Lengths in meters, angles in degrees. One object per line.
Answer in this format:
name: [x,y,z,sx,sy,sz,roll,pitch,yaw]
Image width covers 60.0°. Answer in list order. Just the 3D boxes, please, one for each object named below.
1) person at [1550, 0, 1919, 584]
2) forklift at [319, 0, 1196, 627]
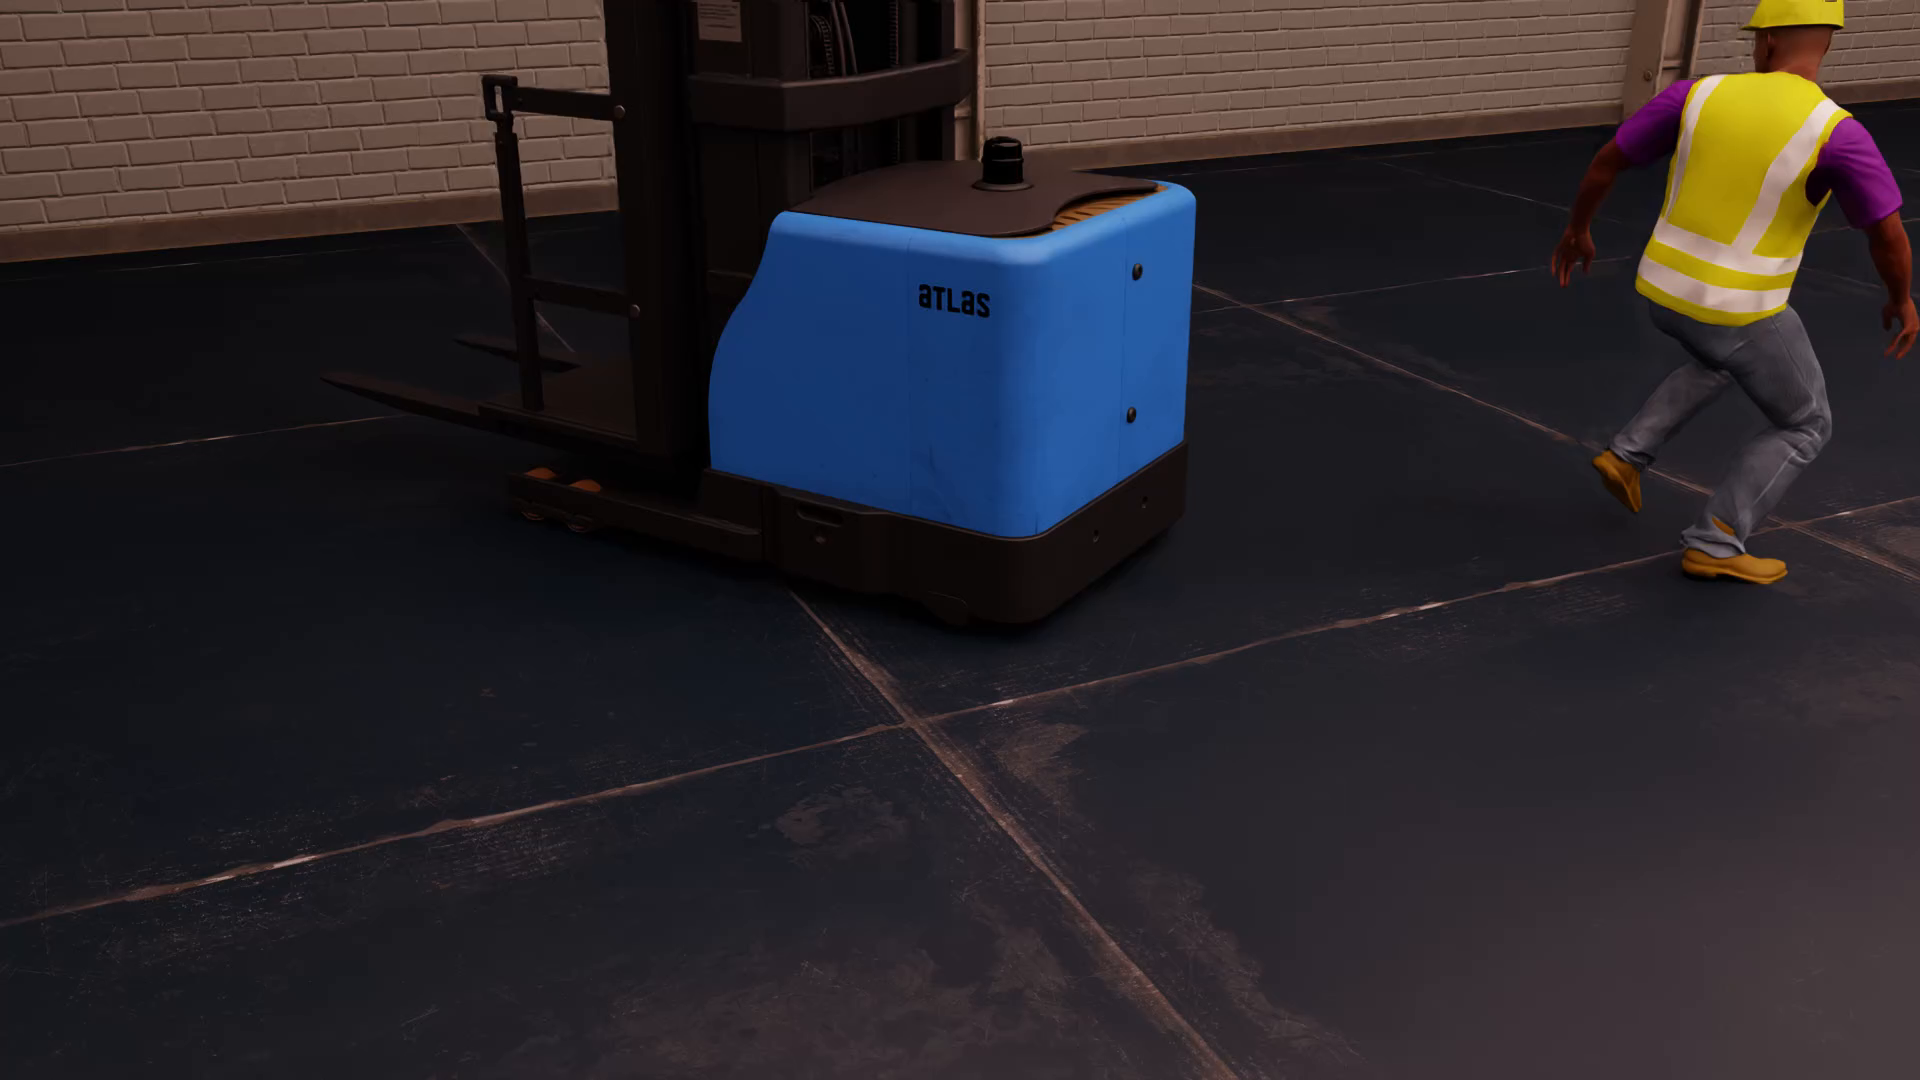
person: [2.189,-0.722,4.699,0.621,1.664,0.858,-9,24,-21]
forklift: [-0.828,-1.530,4.969,3.031,2.935,1.130,14,26,29]
